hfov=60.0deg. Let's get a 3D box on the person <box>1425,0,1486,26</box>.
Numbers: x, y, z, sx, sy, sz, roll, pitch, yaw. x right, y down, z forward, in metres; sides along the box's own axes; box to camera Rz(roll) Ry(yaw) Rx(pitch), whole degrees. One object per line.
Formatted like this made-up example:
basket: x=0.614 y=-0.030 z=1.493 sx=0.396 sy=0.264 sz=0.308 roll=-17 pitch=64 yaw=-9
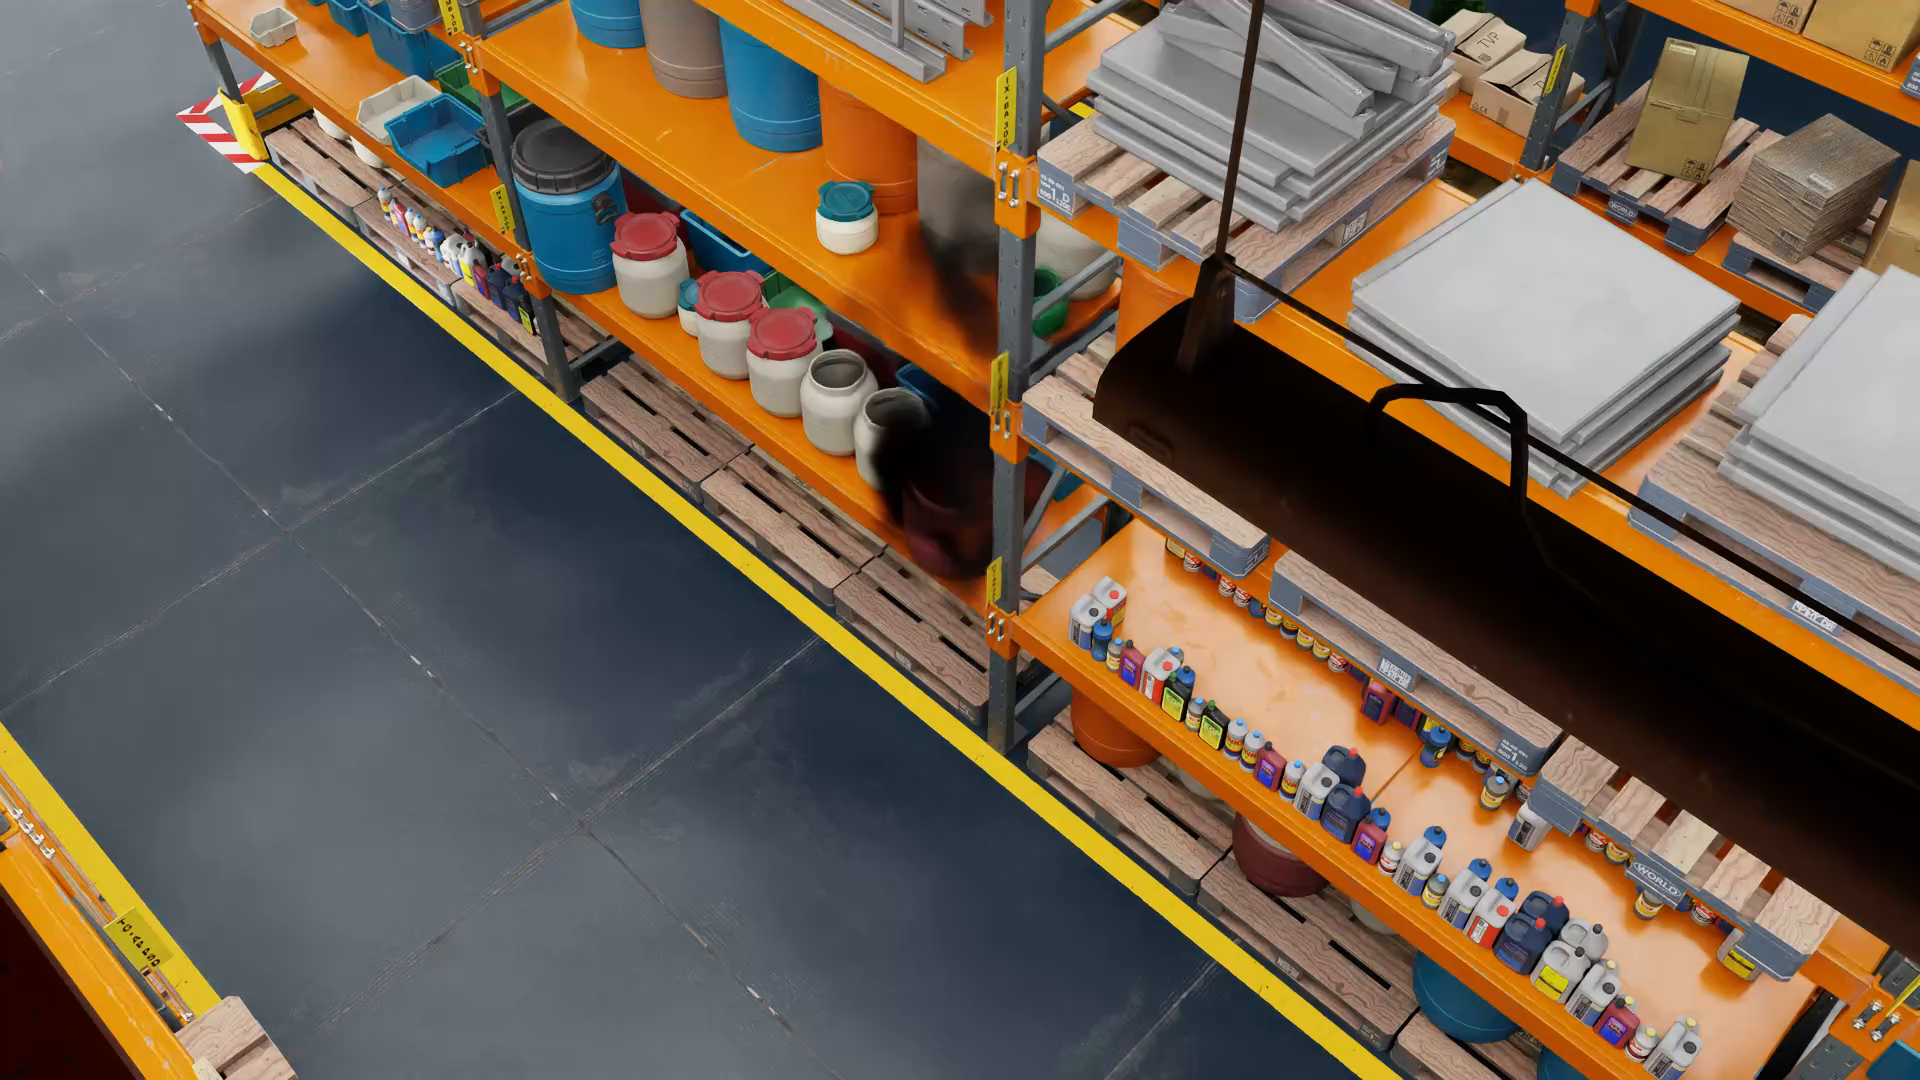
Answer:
person: x=3.899 y=-4.236 z=12.748 sx=0.998 sy=1.765 sz=0.668 roll=36 pitch=59 yaw=26
